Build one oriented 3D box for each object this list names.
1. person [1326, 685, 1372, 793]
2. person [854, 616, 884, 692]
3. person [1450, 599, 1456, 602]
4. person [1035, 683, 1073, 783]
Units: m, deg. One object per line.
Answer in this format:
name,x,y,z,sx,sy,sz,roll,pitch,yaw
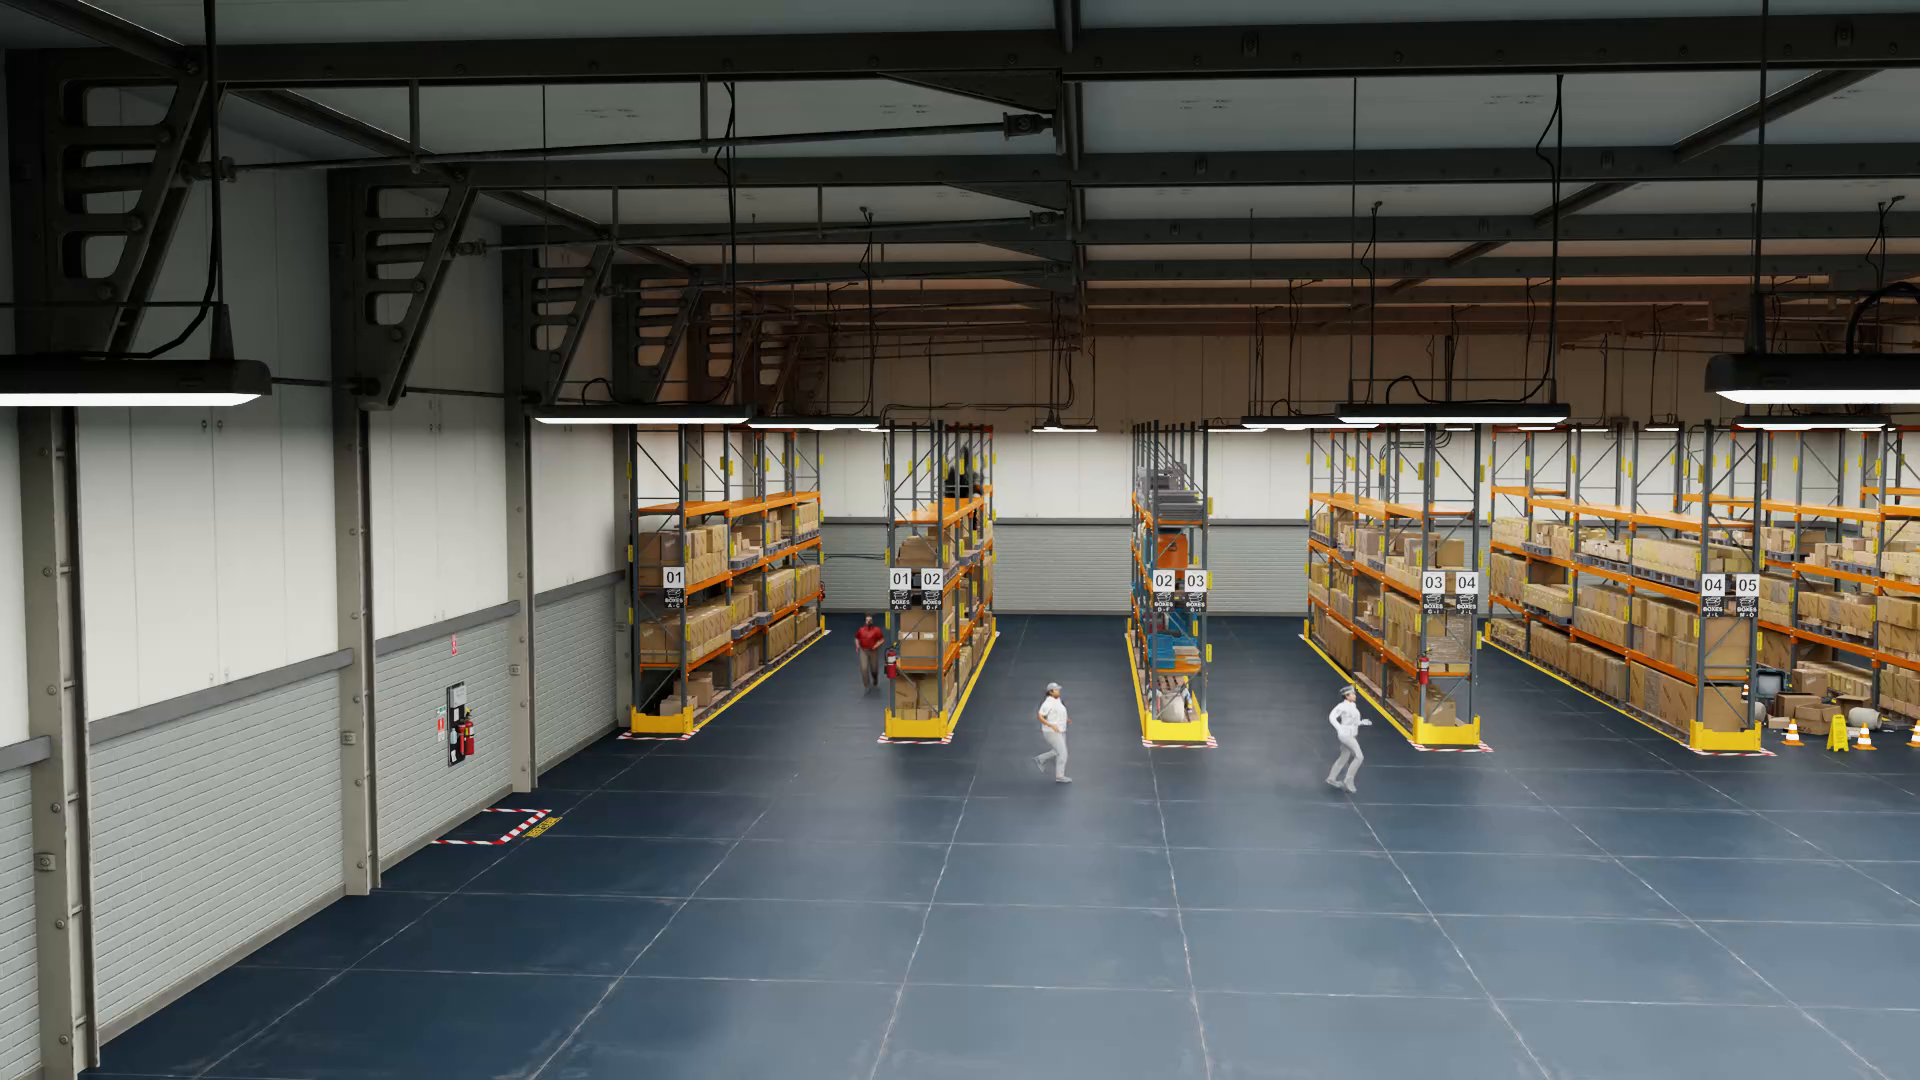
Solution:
person,6.250,3.193,26.769,0.715,1.732,0.588,2,4,28
person,-2.037,2.530,37.140,0.669,1.679,0.752,0,4,3
person,13.486,2.008,45.931,0.696,1.628,0.828,1,4,20
person,1.536,3.176,27.502,0.707,1.610,0.615,2,4,27
